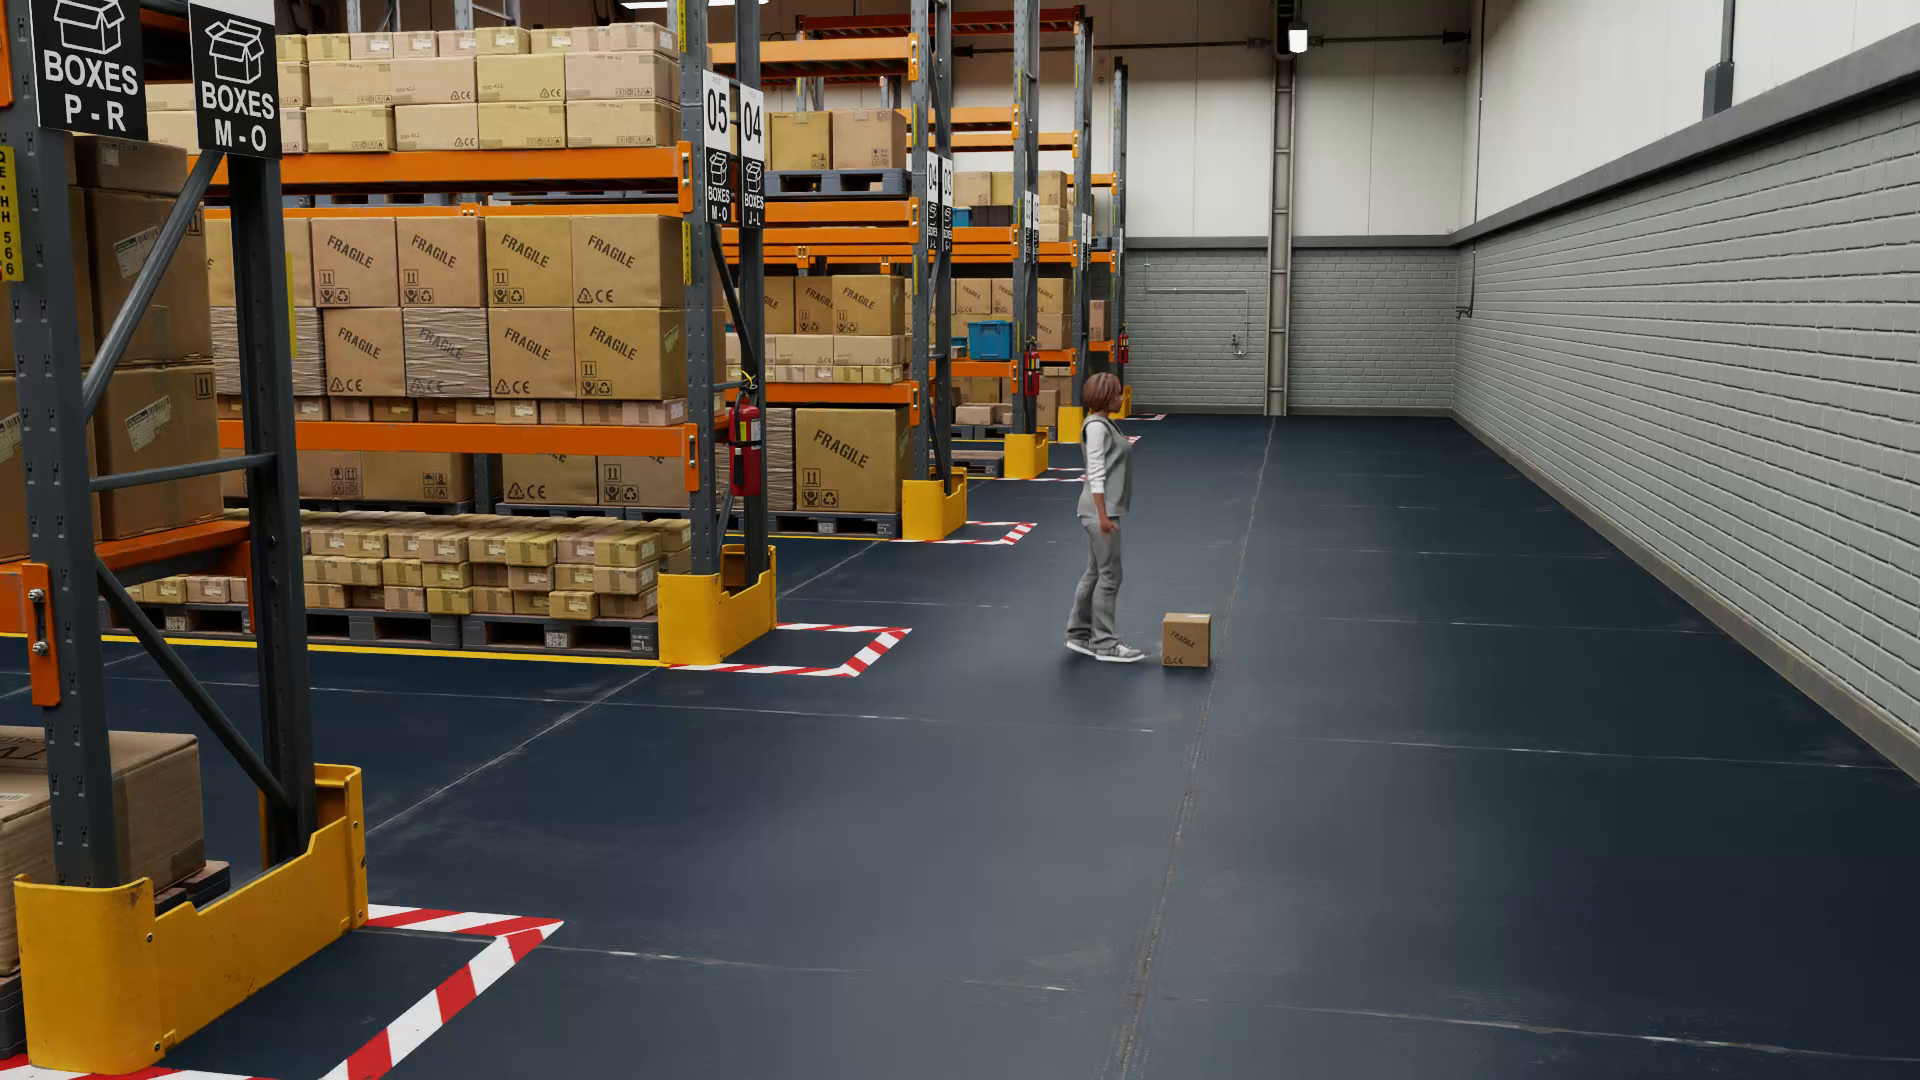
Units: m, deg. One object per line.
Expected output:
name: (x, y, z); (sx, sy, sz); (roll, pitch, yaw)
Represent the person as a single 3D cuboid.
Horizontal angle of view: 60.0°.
person: (0.813, -0.116, 9.226); (0.465, 1.624, 0.416); (2, 8, 12)
